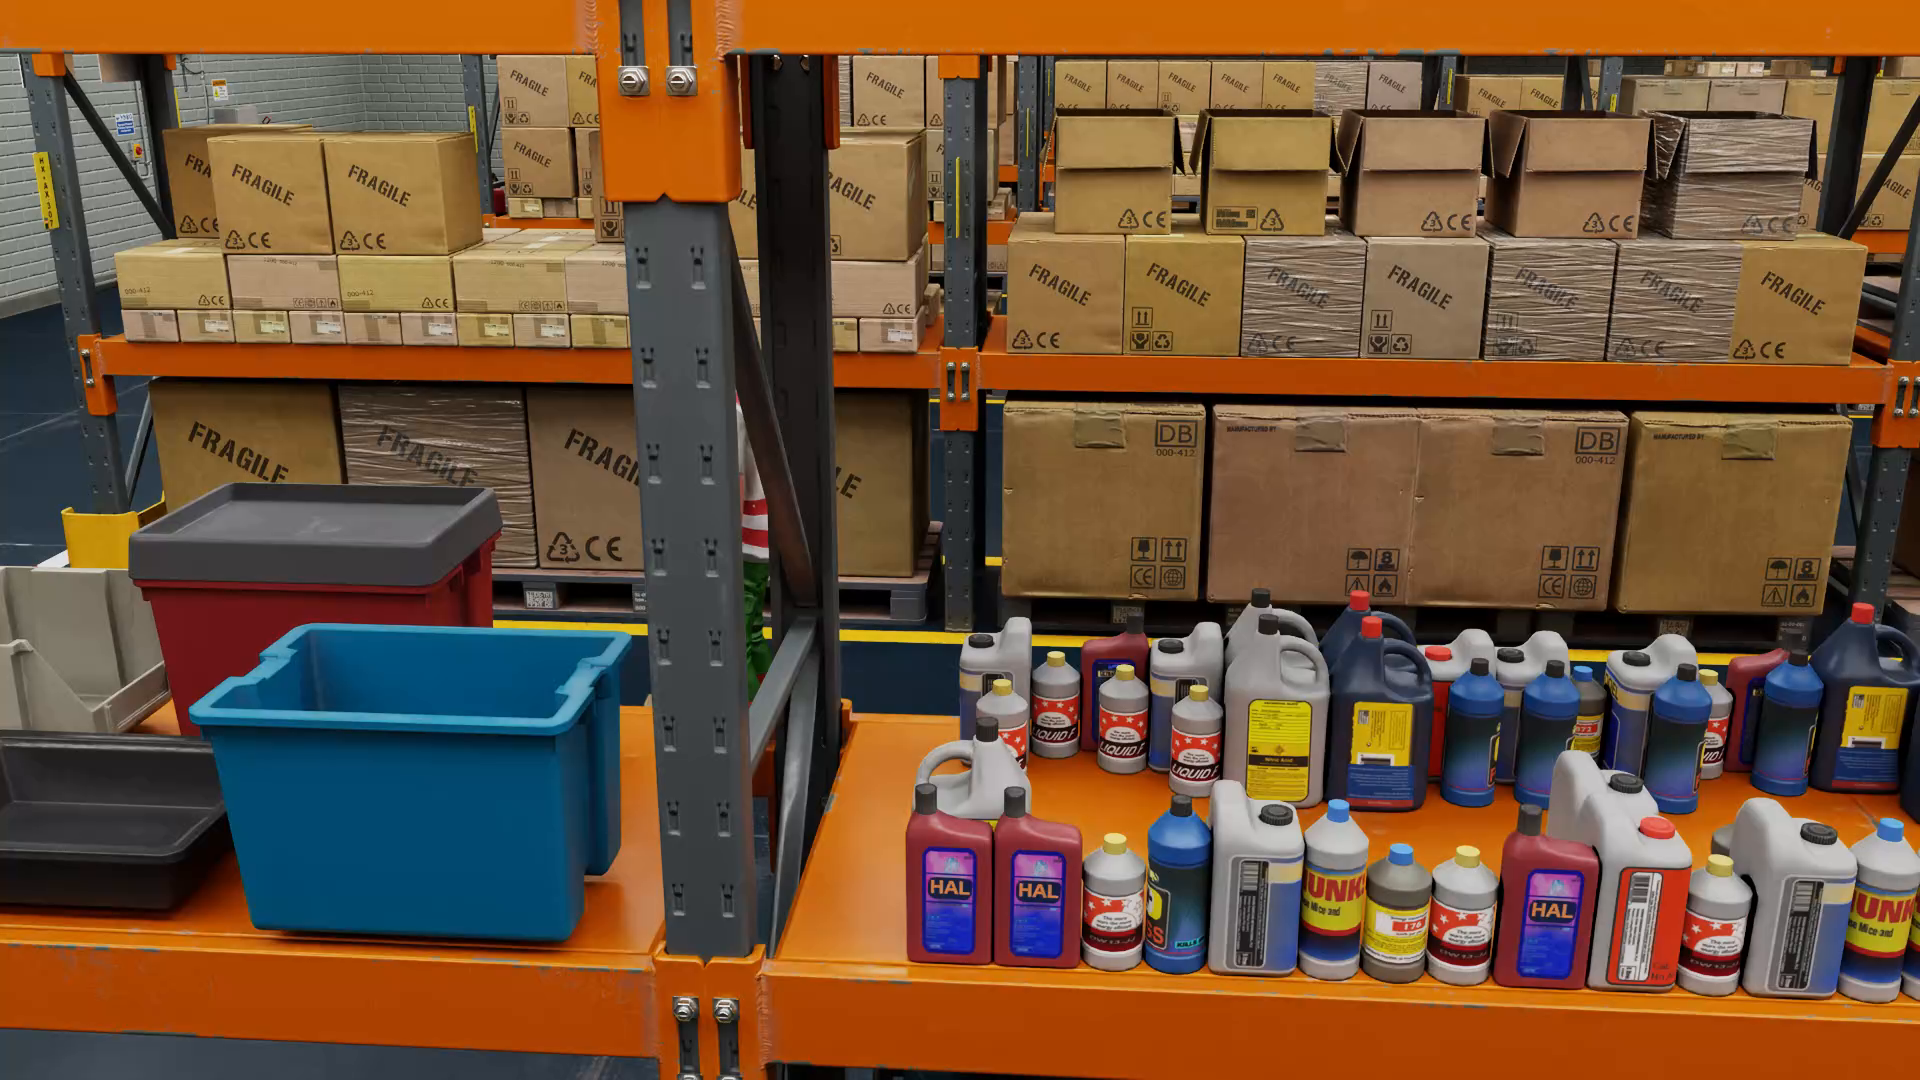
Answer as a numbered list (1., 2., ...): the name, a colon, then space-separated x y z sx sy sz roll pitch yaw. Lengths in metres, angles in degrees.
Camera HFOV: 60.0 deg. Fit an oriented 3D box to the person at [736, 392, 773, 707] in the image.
1. person: -0.829 0.020 5.956 0.446 1.781 0.623 0 17 2
